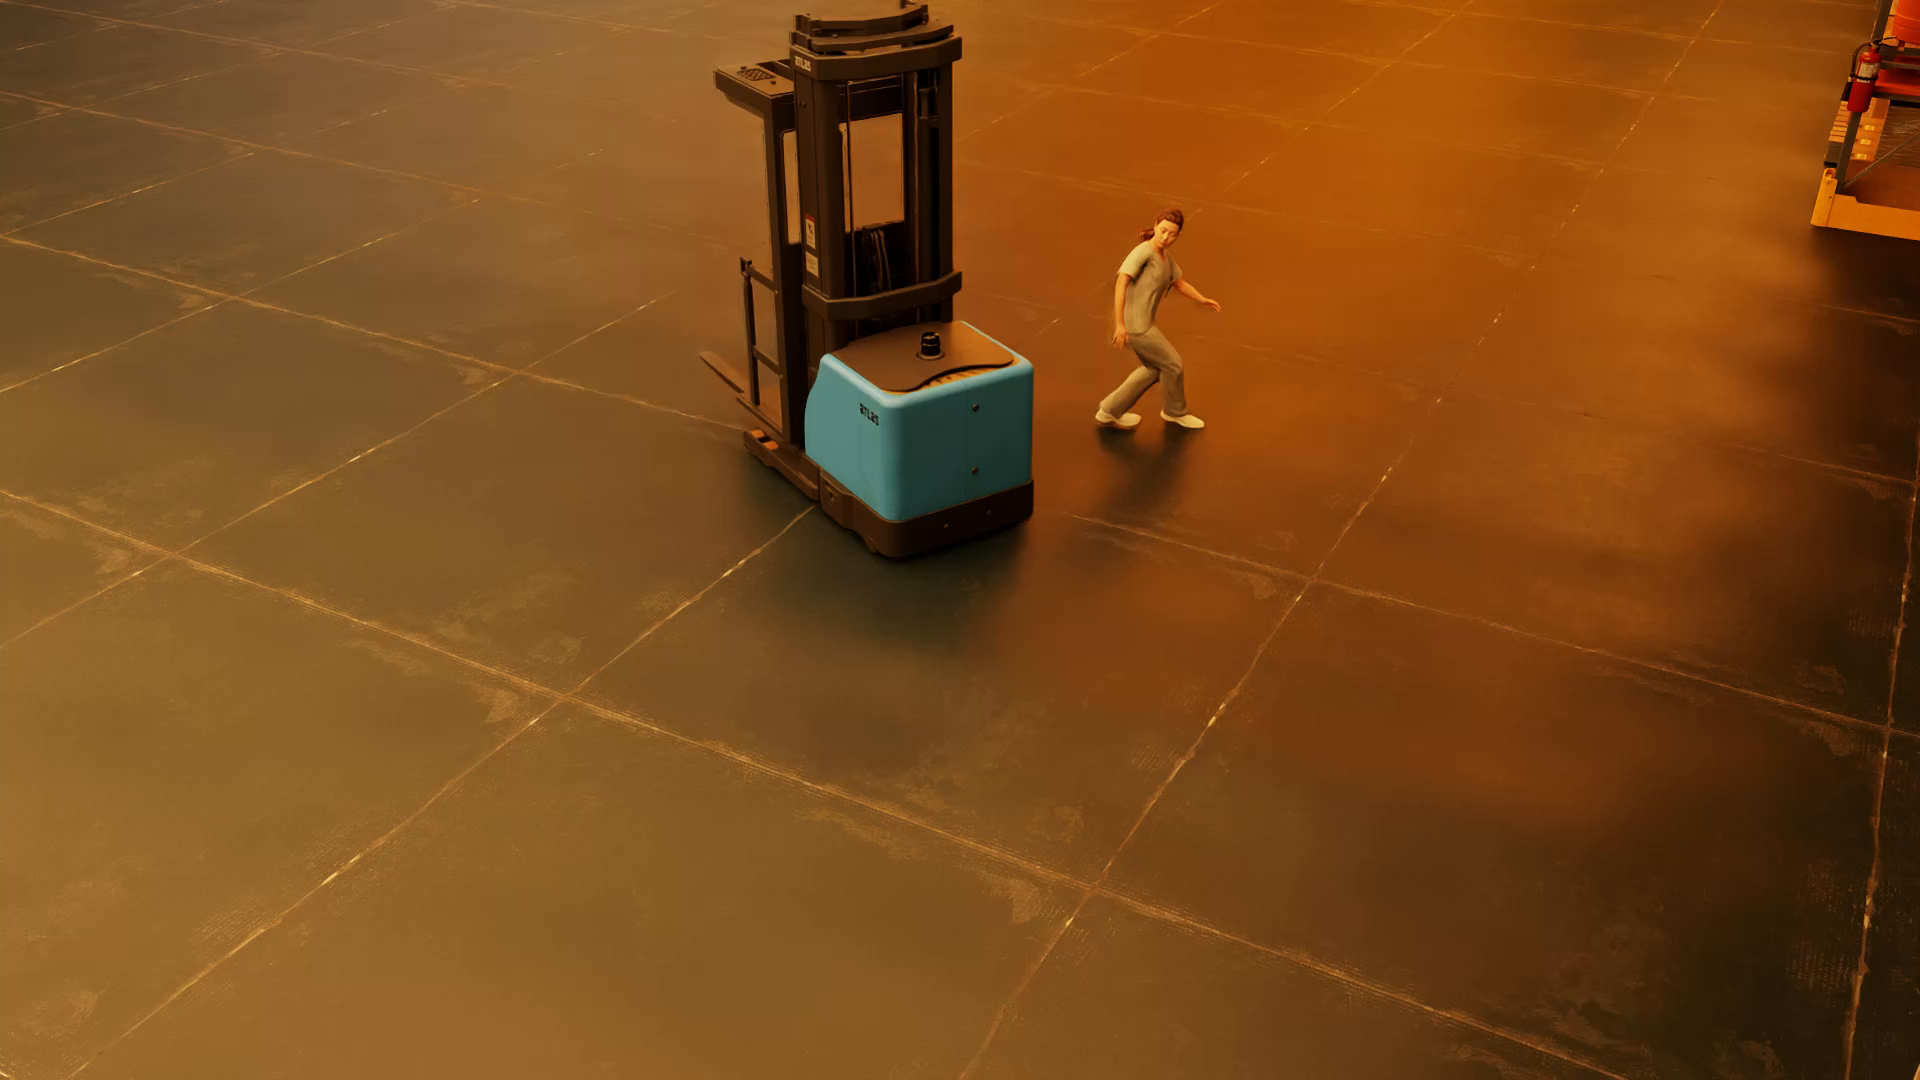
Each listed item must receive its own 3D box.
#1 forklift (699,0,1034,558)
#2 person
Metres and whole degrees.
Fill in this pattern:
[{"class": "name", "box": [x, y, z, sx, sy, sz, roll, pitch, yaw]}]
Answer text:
[{"class": "forklift", "box": [-0.769, -1.860, 10.294, 1.130, 2.935, 3.031, -18, 34, -28]}, {"class": "person", "box": [1.299, -1.384, 10.890, 0.782, 1.549, 0.704, 6, 30, 10]}]
